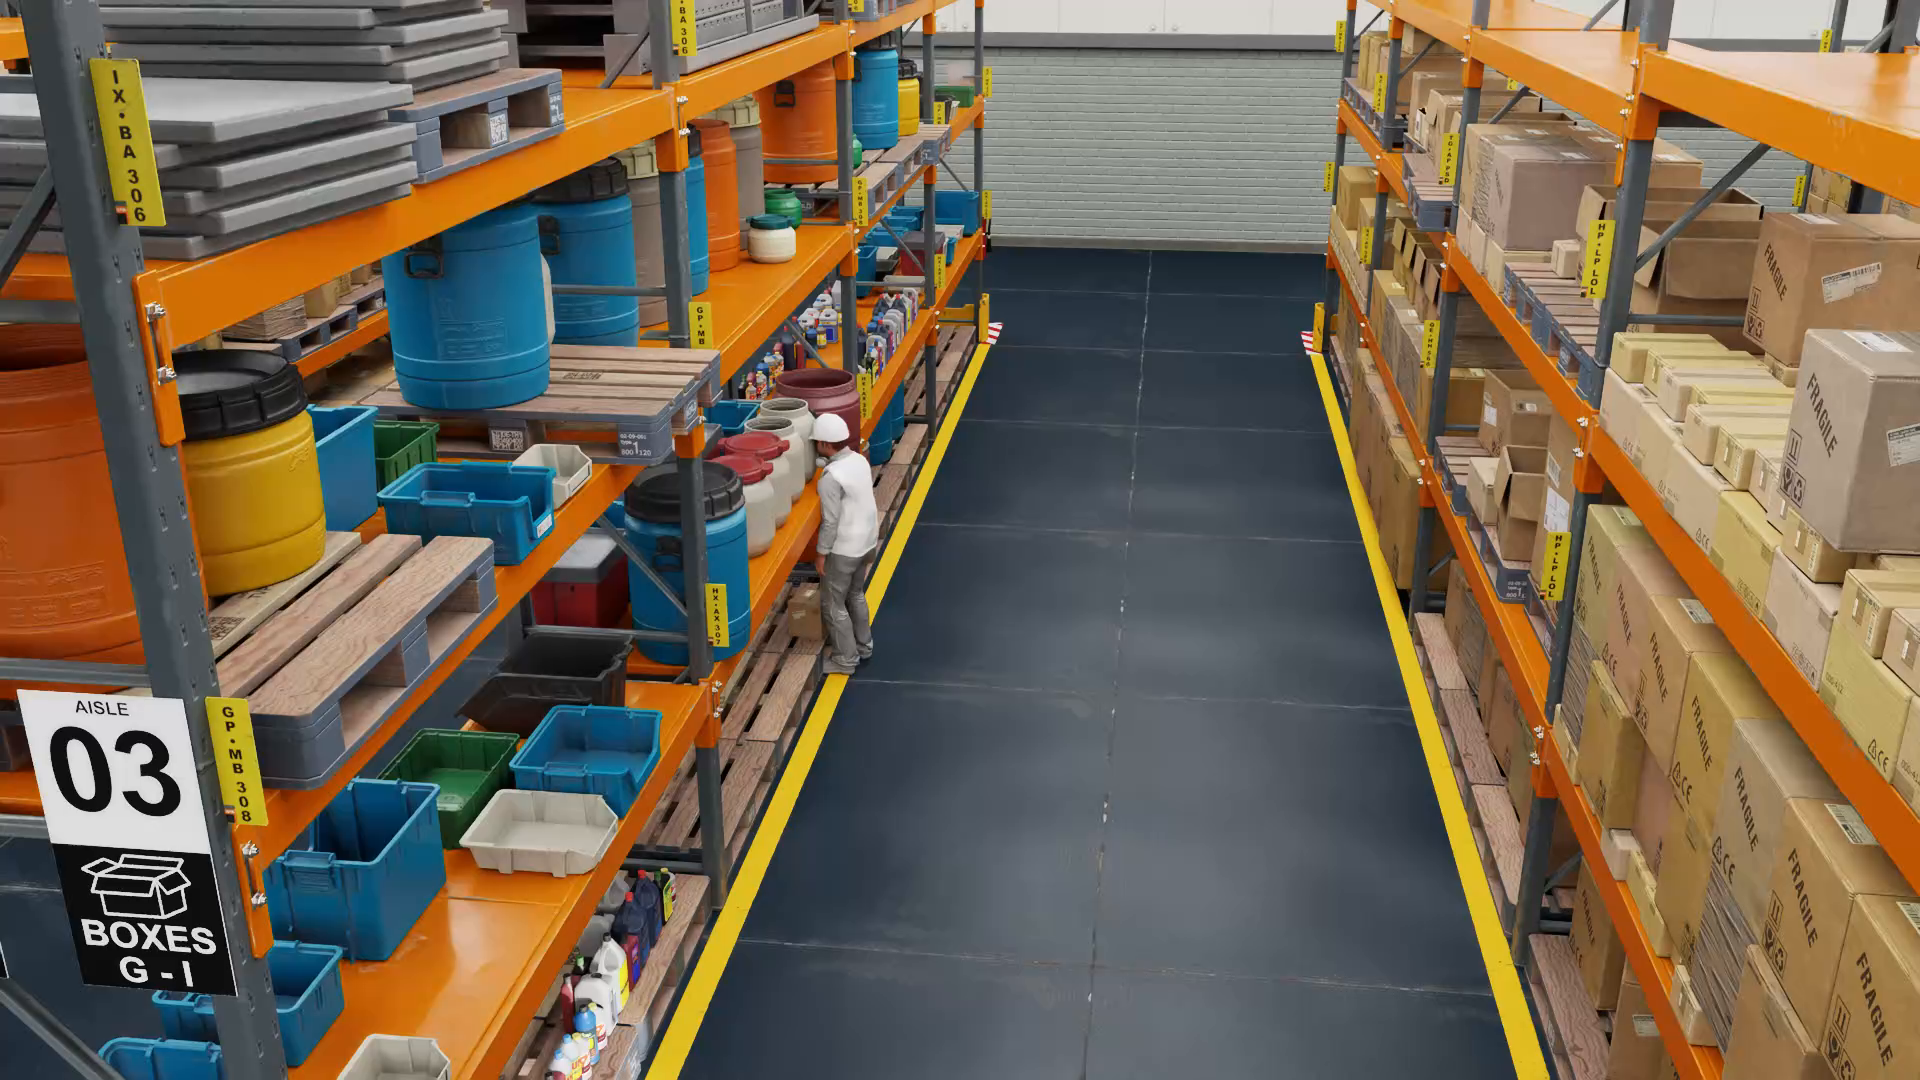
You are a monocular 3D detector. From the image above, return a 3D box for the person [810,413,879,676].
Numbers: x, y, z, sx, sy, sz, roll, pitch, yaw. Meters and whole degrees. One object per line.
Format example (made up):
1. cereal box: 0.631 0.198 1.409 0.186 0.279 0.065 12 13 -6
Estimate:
1. person: -0.776 0.021 10.990 0.462 1.772 0.580 9 23 23
